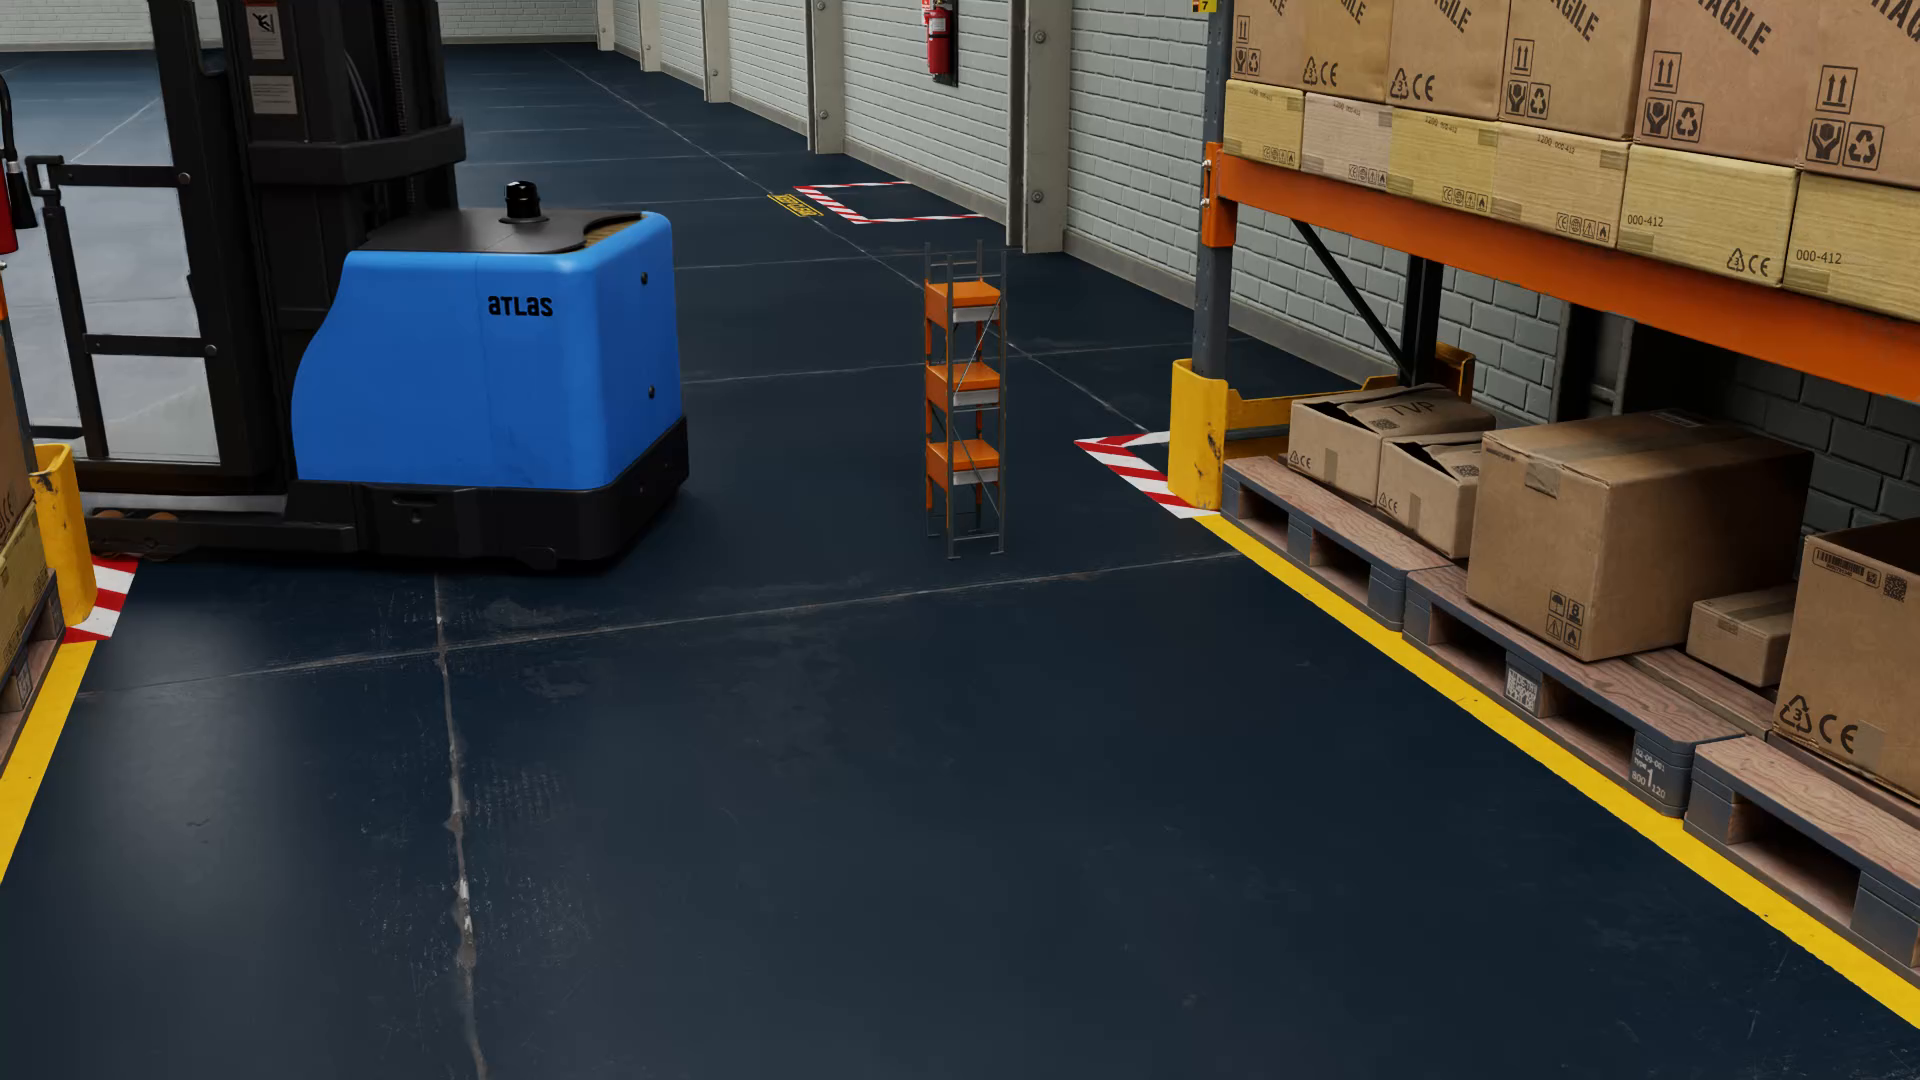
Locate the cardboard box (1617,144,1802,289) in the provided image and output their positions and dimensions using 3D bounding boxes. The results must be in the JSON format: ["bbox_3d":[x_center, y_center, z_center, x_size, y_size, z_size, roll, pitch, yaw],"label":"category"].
[{"bbox_3d":[1.875,-0.753,3.769,0.500,0.250,0.500,-7,21,-18],"label":"cardboard box"}]

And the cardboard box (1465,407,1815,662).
[{"bbox_3d":[1.870,-0.033,4.619,0.700,0.500,0.500,-8,21,-21],"label":"cardboard box"}]

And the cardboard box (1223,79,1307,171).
[{"bbox_3d":[1.228,-1.406,5.587,0.500,0.250,0.500,-7,21,-19],"label":"cardboard box"}]

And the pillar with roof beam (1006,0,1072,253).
[{"bbox_3d":[-3.556,-5.817,8.798,9.100,9.000,0.400,-6,21,-17],"label":"pillar with roof beam"}]

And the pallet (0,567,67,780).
[{"bbox_3d":[-3.045,0.423,4.427,1.003,0.211,1.213,-6,21,-17],"label":"pallet"}]

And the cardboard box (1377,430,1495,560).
[{"bbox_3d":[1.687,-0.185,5.321,0.500,0.311,0.500,-5,20,-13],"label":"cardboard box"}]

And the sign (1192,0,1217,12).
[{"bbox_3d":[0.861,-2.008,5.788,0.100,0.325,0.005,-6,21,-17],"label":"sign"}]

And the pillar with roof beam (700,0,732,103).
[{"bbox_3d":[-7.327,-9.667,19.520,9.100,9.000,0.400,-6,21,-17],"label":"pillar with roof beam"}]

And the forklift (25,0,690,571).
[{"bbox_3d":[-2.597,-1.479,5.698,3.031,2.935,1.130,2,20,7],"label":"forklift"}]

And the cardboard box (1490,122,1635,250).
[{"bbox_3d":[1.716,-0.915,4.218,0.500,0.250,0.500,-6,21,-17],"label":"cardboard box"}]

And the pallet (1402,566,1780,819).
[{"bbox_3d":[2.001,0.334,4.674,1.003,0.211,1.213,-6,21,-17],"label":"pallet"}]

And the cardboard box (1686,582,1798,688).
[{"bbox_3d":[2.149,0.245,4.364,0.380,0.149,0.250,-8,21,-22],"label":"cardboard box"}]

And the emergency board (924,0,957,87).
[{"bbox_3d":[-0.209,-4.248,13.305,0.194,1.169,0.643,-6,21,-17],"label":"emergency board"}]

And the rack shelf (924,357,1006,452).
[{"bbox_3d":[0.017,-0.467,5.695,0.215,0.259,0.240,-6,21,-17],"label":"rack shelf"}]

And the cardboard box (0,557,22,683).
[{"bbox_3d":[-2.708,0.266,4.185,0.500,0.250,0.500,-6,21,-17],"label":"cardboard box"}]

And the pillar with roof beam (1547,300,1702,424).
[{"bbox_3d":[-1.670,-3.891,3.438,9.100,9.000,0.400,-6,21,-17],"label":"pillar with roof beam"}]

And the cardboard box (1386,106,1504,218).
[{"bbox_3d":[1.559,-1.077,4.670,0.500,0.250,0.500,-7,21,-18],"label":"cardboard box"}]

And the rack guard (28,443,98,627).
[{"bbox_3d":[-3.333,0.038,5.070,1.175,0.500,0.348,-6,21,-17],"label":"rack guard"}]

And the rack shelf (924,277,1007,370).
[{"bbox_3d":[0.017,-0.734,5.599,0.215,0.259,0.240,-6,21,-17],"label":"rack shelf"}]

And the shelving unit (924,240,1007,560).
[{"bbox_3d":[0.017,-0.477,5.691,0.215,1.050,0.252,-6,21,-17],"label":"shelving unit"}]

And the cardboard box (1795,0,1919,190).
[{"bbox_3d":[2.029,-0.944,3.192,0.500,0.500,0.500,-7,21,-18],"label":"cardboard box"}]

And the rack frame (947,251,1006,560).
[{"bbox_3d":[0.055,-0.438,5.582,0.200,1.050,0.008,-6,21,-17],"label":"rack frame"}]

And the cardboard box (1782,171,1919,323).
[{"bbox_3d":[2.048,-0.594,3.324,0.500,0.250,0.500,-6,21,-17],"label":"cardboard box"}]

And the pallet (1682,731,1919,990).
[{"bbox_3d":[2.388,0.726,3.582,1.003,0.211,1.213,-6,21,-17],"label":"pallet"}]

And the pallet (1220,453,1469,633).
[{"bbox_3d":[1.622,-0.057,5.762,1.003,0.211,1.213,-6,21,-17],"label":"pallet"}]

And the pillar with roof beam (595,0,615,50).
[{"bbox_3d":[-11.099,-13.518,30.241,9.100,9.000,0.400,-6,21,-17],"label":"pillar with roof beam"}]

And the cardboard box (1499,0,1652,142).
[{"bbox_3d":[1.716,-1.274,4.109,0.500,0.500,0.500,-6,21,-16],"label":"cardboard box"}]

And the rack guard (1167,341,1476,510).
[{"bbox_3d":[1.400,-0.457,6.450,1.175,0.500,0.348,-6,21,-17],"label":"rack guard"}]

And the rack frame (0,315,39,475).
[{"bbox_3d":[-3.326,-1.130,4.626,1.000,3.000,0.127,-6,21,-17],"label":"rack frame"}]

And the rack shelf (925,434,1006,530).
[{"bbox_3d":[0.017,-0.205,5.789,0.215,0.259,0.240,-6,21,-17],"label":"rack shelf"}]

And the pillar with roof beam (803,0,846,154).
[{"bbox_3d":[-5.441,-7.742,14.159,9.100,9.000,0.400,-6,21,-17],"label":"pillar with roof beam"}]

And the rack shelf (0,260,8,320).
[{"bbox_3d":[-2.697,-0.150,2.961,1.077,0.370,4.000,-6,21,-17],"label":"rack shelf"}]

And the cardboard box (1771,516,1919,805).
[{"bbox_3d":[2.269,0.266,3.785,0.500,0.500,0.500,-8,21,-21],"label":"cardboard box"}]

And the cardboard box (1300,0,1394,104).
[{"bbox_3d":[1.386,-1.605,5.030,0.500,0.500,0.500,-6,21,-17],"label":"cardboard box"}]

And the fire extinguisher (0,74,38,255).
[{"bbox_3d":[-2.922,-1.181,4.882,0.296,0.674,0.183,-6,21,-17],"label":"fire extinguisher"}]

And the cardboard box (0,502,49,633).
[{"bbox_3d":[-2.877,0.107,4.628,0.500,0.250,0.500,-6,21,-17],"label":"cardboard box"}]

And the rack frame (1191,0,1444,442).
[{"bbox_3d":[1.376,-1.658,6.095,1.000,3.000,0.127,-6,21,-17],"label":"rack frame"}]

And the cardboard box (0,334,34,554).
[{"bbox_3d":[-2.875,-0.246,4.502,0.500,0.500,0.500,-6,21,-17],"label":"cardboard box"}]

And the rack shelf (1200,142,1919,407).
[{"bbox_3d":[2.004,-0.678,4.430,1.077,0.370,4.000,-6,21,-17],"label":"rack shelf"}]

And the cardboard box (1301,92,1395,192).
[{"bbox_3d":[1.405,-1.241,5.127,0.500,0.250,0.500,-7,21,-19],"label":"cardboard box"}]

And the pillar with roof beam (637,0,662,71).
[{"bbox_3d":[-9.213,-11.593,24.880,9.100,9.000,0.400,-6,21,-17],"label":"pillar with roof beam"}]

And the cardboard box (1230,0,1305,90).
[{"bbox_3d":[1.241,-1.765,5.475,0.500,0.500,0.500,-6,21,-17],"label":"cardboard box"}]

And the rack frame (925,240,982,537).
[{"bbox_3d":[-0.022,-0.516,5.800,0.200,1.050,0.008,-6,21,-17],"label":"rack frame"}]

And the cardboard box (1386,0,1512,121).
[{"bbox_3d":[1.543,-1.438,4.567,0.500,0.500,0.500,-7,21,-19],"label":"cardboard box"}]

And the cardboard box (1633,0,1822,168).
[{"bbox_3d":[1.881,-1.107,3.645,0.500,0.500,0.500,-7,21,-19],"label":"cardboard box"}]

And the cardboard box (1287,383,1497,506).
[{"bbox_3d":[1.508,-0.368,5.830,0.500,0.311,0.500,-9,22,-23],"label":"cardboard box"}]

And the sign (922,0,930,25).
[{"bbox_3d":[-0.285,-4.453,13.824,0.001,0.329,0.234,-6,21,-17],"label":"sign"}]
